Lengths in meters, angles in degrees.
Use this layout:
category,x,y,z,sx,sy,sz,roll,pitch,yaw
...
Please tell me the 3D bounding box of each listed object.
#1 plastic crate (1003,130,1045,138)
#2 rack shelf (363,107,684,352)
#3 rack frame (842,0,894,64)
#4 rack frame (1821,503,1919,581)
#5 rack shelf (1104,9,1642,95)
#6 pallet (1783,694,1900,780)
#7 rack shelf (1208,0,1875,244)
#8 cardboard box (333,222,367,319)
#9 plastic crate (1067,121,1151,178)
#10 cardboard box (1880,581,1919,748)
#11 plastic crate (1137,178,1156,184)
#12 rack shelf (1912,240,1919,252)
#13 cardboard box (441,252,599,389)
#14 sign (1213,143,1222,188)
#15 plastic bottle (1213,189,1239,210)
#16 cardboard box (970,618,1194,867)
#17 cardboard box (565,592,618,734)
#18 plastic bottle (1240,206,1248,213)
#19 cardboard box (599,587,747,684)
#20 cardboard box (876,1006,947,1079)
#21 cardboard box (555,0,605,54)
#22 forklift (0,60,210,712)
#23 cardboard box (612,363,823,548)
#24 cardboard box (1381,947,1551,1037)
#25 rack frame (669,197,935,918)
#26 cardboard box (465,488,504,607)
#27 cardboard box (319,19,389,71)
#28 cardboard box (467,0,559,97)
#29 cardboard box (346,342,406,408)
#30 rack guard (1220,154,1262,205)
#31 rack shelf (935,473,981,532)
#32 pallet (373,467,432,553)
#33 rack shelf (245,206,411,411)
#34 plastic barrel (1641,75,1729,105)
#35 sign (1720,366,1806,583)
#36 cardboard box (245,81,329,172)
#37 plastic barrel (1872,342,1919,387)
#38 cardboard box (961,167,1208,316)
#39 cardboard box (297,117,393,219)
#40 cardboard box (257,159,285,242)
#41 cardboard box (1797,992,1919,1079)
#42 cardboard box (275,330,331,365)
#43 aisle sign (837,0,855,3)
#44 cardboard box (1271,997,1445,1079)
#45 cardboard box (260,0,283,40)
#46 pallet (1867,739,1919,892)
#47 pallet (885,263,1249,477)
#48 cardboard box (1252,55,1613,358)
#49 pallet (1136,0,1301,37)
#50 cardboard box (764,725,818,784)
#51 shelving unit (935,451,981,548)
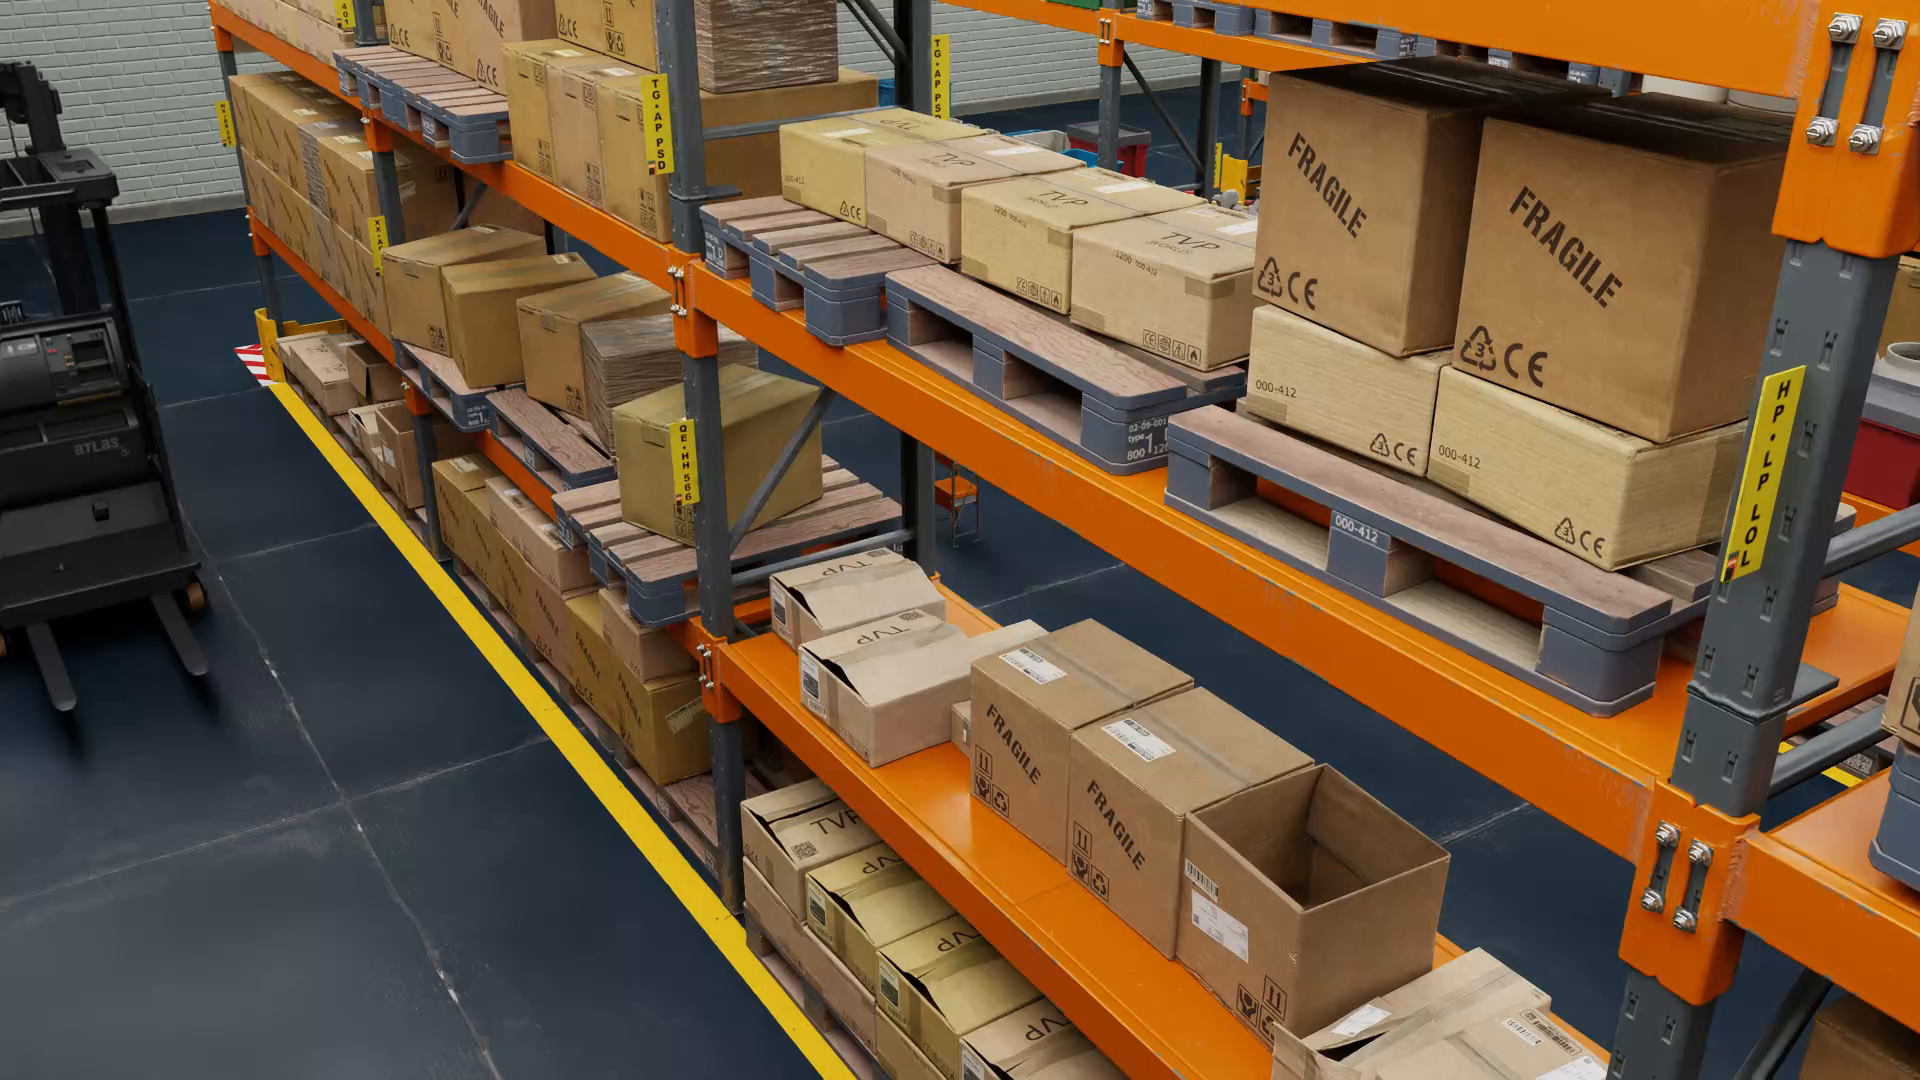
category,x,y,z,sx,sy,sz,roll,pitch,yaw
plastic crate,0.570,-3.213,13.669,0.416,0.233,0.300,-16,29,-30
rack shelf,-1.643,-1.669,7.600,1.077,0.370,4.000,-16,29,-30
rack frame,-0.766,-3.937,15.075,1.000,3.000,0.127,-16,29,-30
rack frame,1.630,-1.204,2.259,0.949,2.616,0.053,-16,29,-30
rack shelf,2.509,-2.822,10.043,1.077,0.370,4.000,-16,29,-30
pallet,4.653,0.908,8.080,1.003,0.211,1.213,-16,29,-30
rack shelf,0.541,-1.414,4.014,1.077,0.370,4.000,-16,29,-30
cardboard box,-3.505,-1.701,10.223,0.500,0.500,0.500,-15,29,-28
plastic crate,1.140,-2.940,12.818,0.402,0.464,0.583,-16,29,-30
cardboard box,1.686,0.095,2.248,0.500,0.500,0.500,-13,28,-25
plastic crate,1.283,-2.614,12.511,0.396,0.136,0.243,-16,29,-30
rack shelf,6.659,-2.620,13.128,1.077,0.370,4.000,-16,29,-30
cardboard box,-2.235,-1.135,8.532,0.700,0.500,0.500,-11,27,-21
sign,1.879,-2.759,12.256,0.100,0.325,0.005,-16,29,-30
plastic bottle,1.903,-2.384,11.932,0.152,0.276,0.135,-16,29,-30
cardboard box,0.378,0.629,5.287,0.500,0.500,0.500,-17,30,-32
cardboard box,-1.541,0.544,7.996,0.500,0.500,0.500,-17,30,-31
plastic bottle,2.011,-2.253,11.743,0.097,0.201,0.097,0,25,0
cardboard box,-1.293,0.371,7.484,0.500,0.250,0.500,-14,29,-28
cardboard box,0.053,1.751,5.756,0.500,0.250,0.500,-16,30,-31
cardboard box,-1.341,-2.298,6.803,0.500,0.500,0.500,-16,29,-30
forklift,-4.892,-0.915,8.756,1.130,2.935,3.031,-16,30,-31
cardboard box,-0.990,-0.356,6.882,0.500,0.500,0.700,18,31,33
cardboard box,1.320,1.257,4.367,0.380,0.149,0.250,-16,29,-30
rack frame,-0.551,0.078,6.572,1.000,3.000,0.127,-16,29,-30
cardboard box,-2.374,-0.004,9.156,0.500,0.500,0.500,-15,29,-29
cardboard box,-3.223,-2.754,9.231,0.500,0.250,0.500,-16,29,-30
cardboard box,-1.791,-2.316,7.402,0.600,0.600,0.600,-17,30,-32
cardboard box,-3.765,-1.094,11.462,0.797,0.503,0.637,-16,29,-30
rack guard,3.370,-3.969,18.072,1.175,0.500,0.348,-16,29,-30
rack shelf,-0.029,-0.233,10.190,0.215,0.259,0.240,-16,29,-30
pallet,-3.109,-0.338,10.718,1.003,0.211,1.213,-16,29,-30
rack shelf,-3.827,-1.743,11.271,1.077,0.370,4.000,-16,29,-30
plastic barrel,3.514,-2.300,7.963,0.421,0.512,0.421,0,25,0
sign,1.183,-0.094,2.448,0.100,0.325,0.005,-16,29,-30
cardboard box,-4.605,-2.876,11.539,0.500,0.500,0.500,-15,29,-29
plastic barrel,4.571,-0.657,7.997,0.421,0.512,0.421,0,25,0
cardboard box,0.348,-0.861,4.730,0.500,0.250,0.500,-16,30,-31
cardboard box,-3.785,-2.334,10.392,0.500,0.500,0.500,-15,29,-29
cardboard box,-4.611,-2.425,11.757,0.500,0.500,0.500,-16,30,-30
cardboard box,1.880,1.034,2.910,0.700,0.500,0.500,-15,29,-29
cardboard box,-4.978,-1.464,12.661,0.380,0.149,0.250,-16,29,-30
aisle sign,-1.054,-5.069,14.428,0.394,0.787,0.004,-16,29,-30
cardboard box,0.998,1.298,4.145,0.396,0.266,0.258,-16,30,-31
cardboard box,-4.036,-3.292,10.371,0.500,0.250,0.500,-16,29,-30
pallet,2.120,0.491,2.286,1.003,0.211,1.213,-16,29,-30
pallet,0.507,-0.572,4.656,1.003,0.211,1.213,-14,29,-27
cardboard box,0.998,-0.737,3.590,0.500,0.500,0.500,-13,28,-25
pallet,1.927,-3.519,10.899,1.213,0.211,1.003,-16,29,-30
cardboard box,-0.560,0.780,7.497,0.500,0.500,0.500,-14,29,-27
shelving unit,-0.029,-0.494,10.066,0.215,1.050,0.252,-16,29,-30
